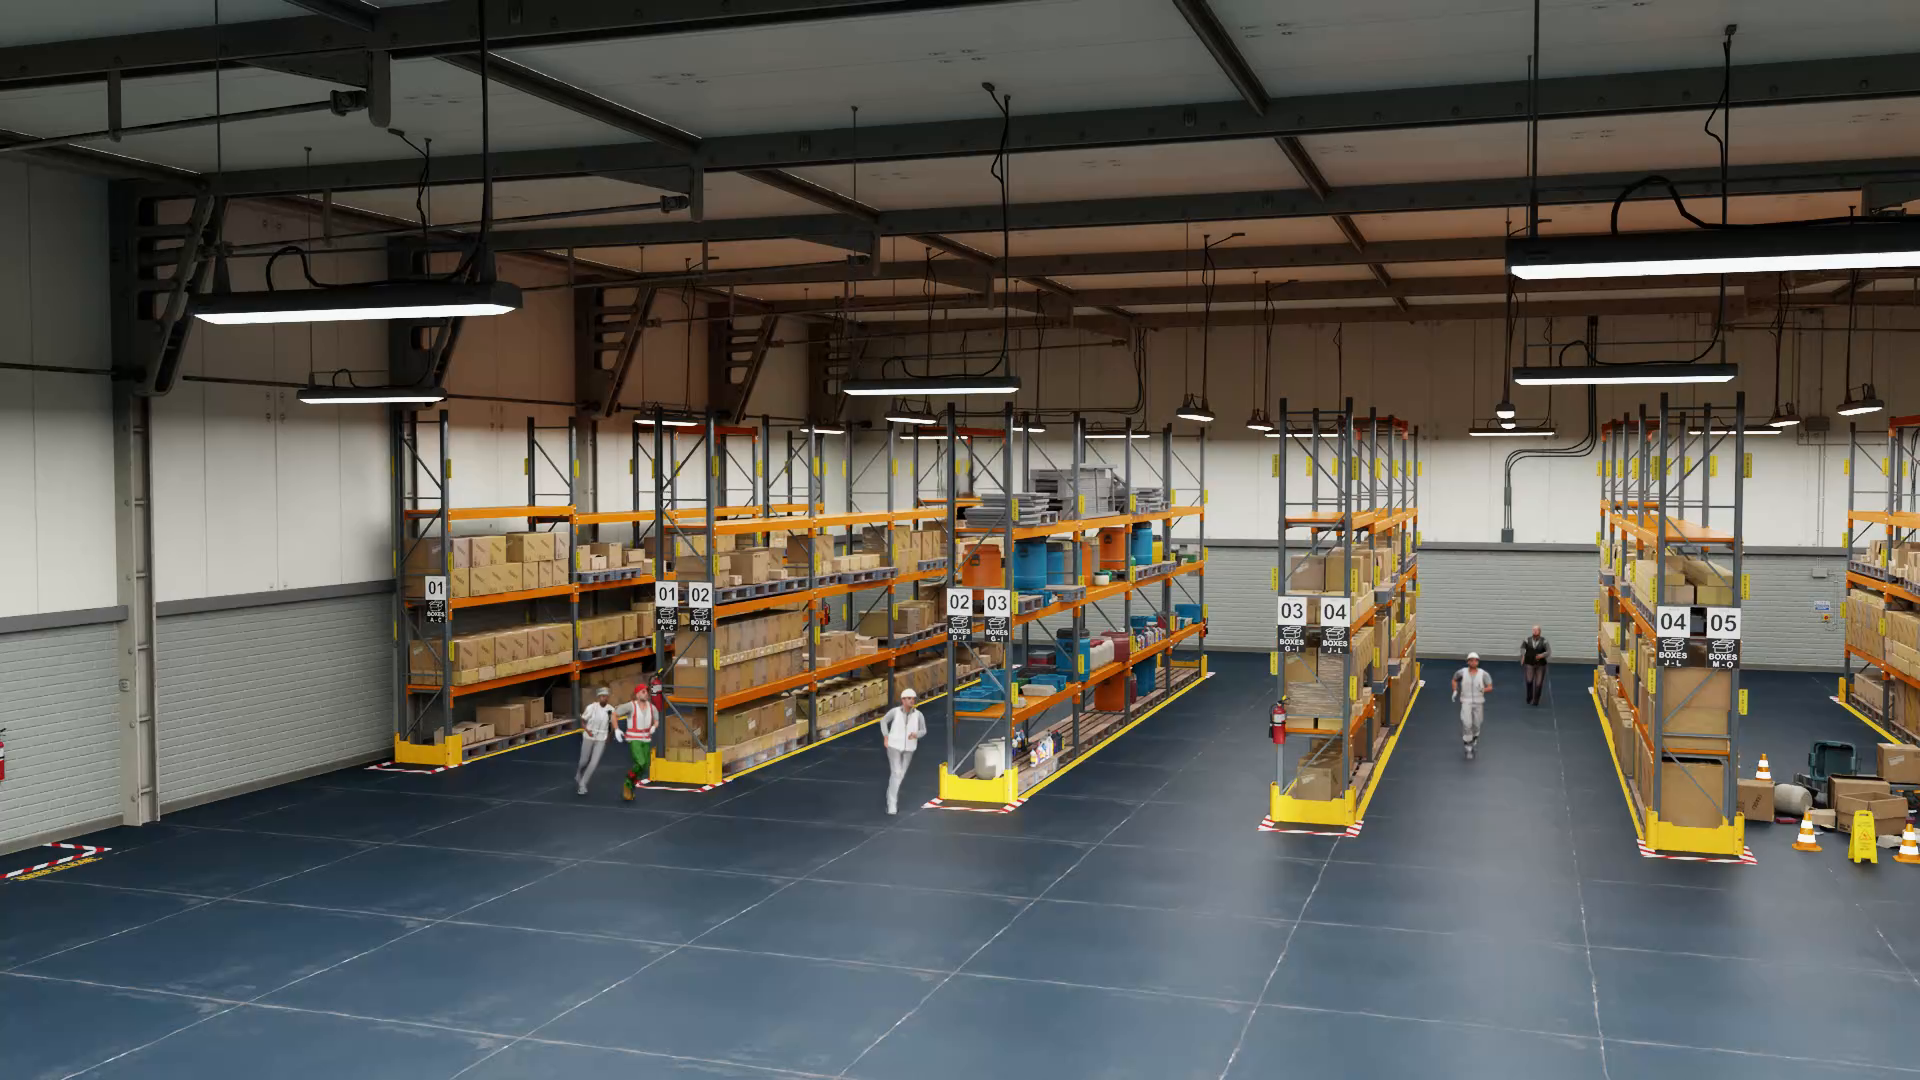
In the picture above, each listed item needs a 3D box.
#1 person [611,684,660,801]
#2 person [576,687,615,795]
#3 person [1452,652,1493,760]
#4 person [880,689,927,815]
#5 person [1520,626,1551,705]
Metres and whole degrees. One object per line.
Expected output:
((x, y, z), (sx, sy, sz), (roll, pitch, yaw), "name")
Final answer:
((-4.828, 3.038, 25.101), (0.604, 1.731, 0.685), (2, 3, 42), "person")
((-5.654, 3.090, 25.910), (0.636, 1.628, 0.748), (-1, 3, -17), "person")
((8.858, 2.840, 28.759), (0.659, 1.796, 0.931), (0, 2, 11), "person")
((-0.831, 3.087, 24.464), (0.641, 1.810, 0.713), (-1, 3, -20), "person")
((12.103, 2.646, 34.992), (0.636, 1.685, 0.626), (1, 3, 22), "person")
